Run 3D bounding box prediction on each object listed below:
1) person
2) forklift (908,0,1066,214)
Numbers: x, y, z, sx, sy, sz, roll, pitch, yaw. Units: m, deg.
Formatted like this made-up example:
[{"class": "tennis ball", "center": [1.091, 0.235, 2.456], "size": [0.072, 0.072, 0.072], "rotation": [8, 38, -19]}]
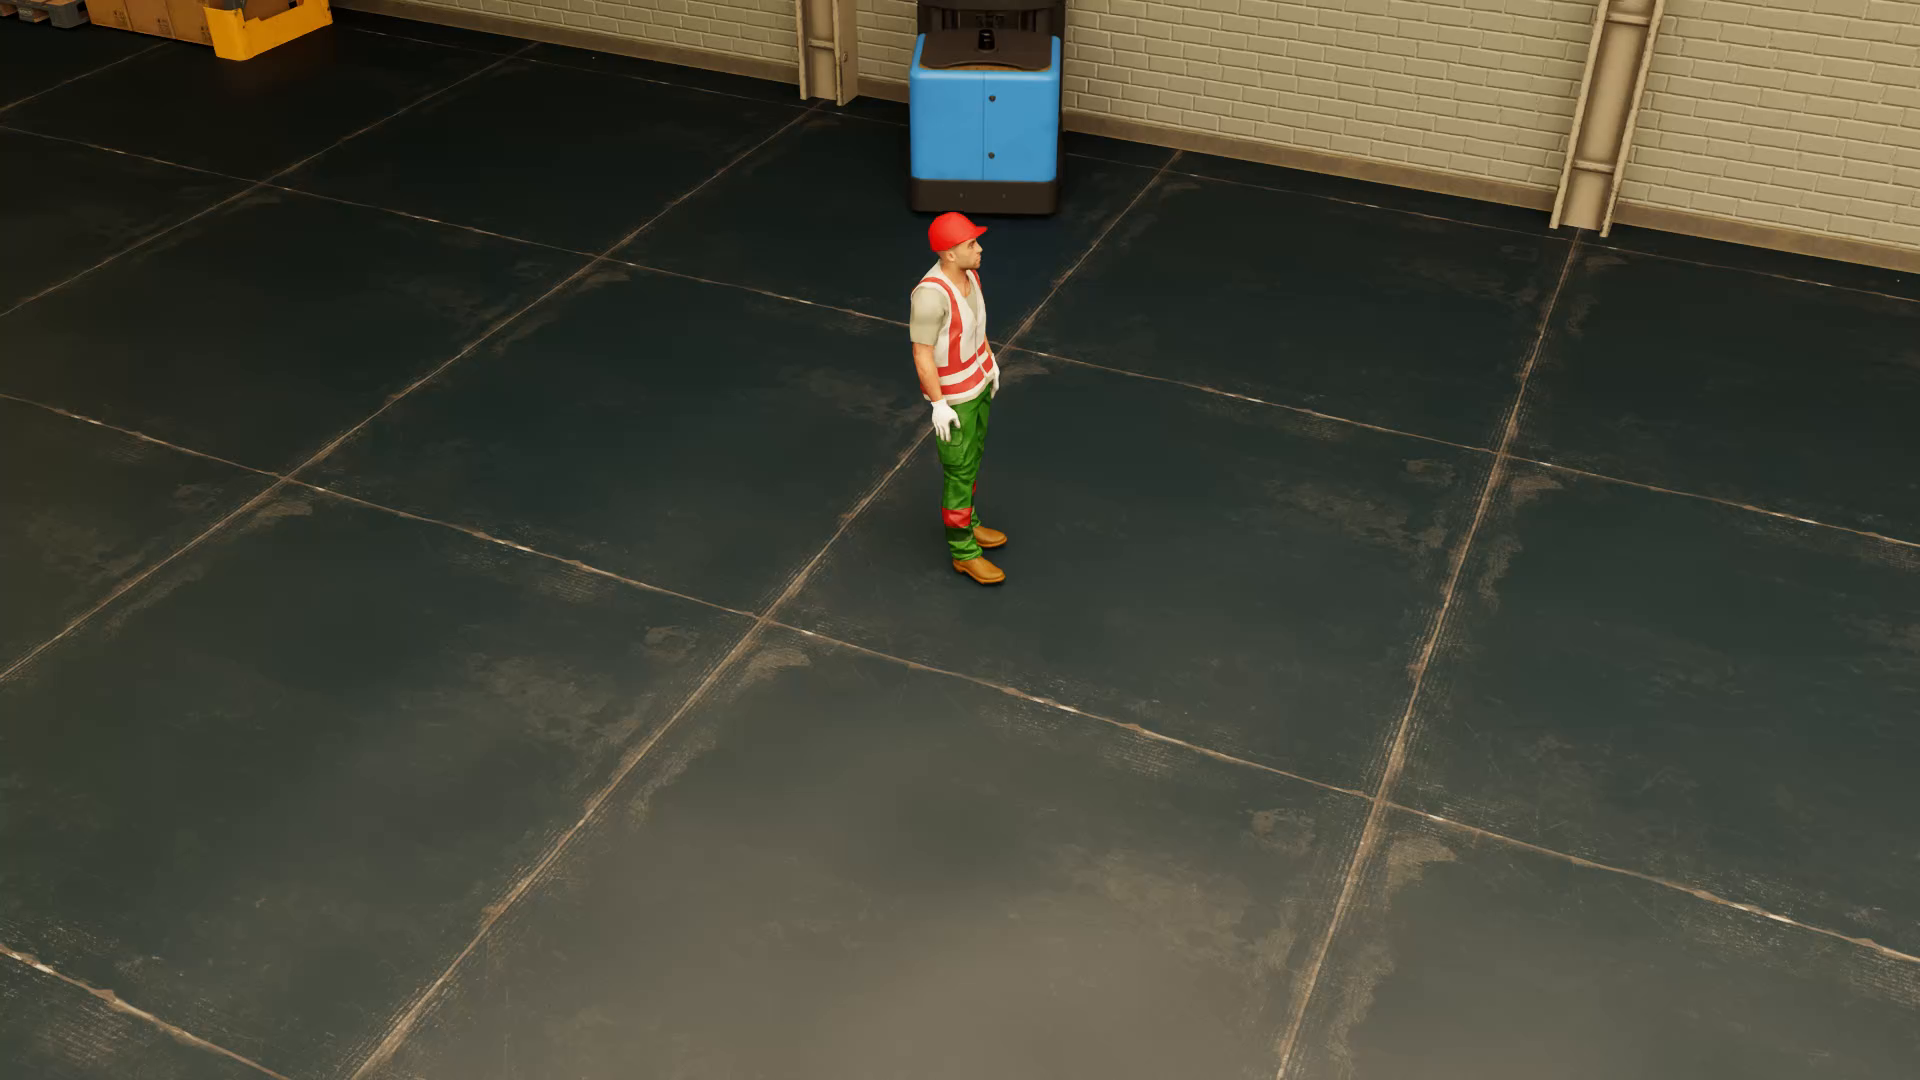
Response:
[{"class": "person", "center": [0.069, -0.708, 8.051], "size": [0.562, 1.790, 0.637], "rotation": [15, 38, 20]}, {"class": "forklift", "center": [0.242, -4.315, 12.137], "size": [1.130, 2.935, 3.031], "rotation": [2, 36, 3]}]
